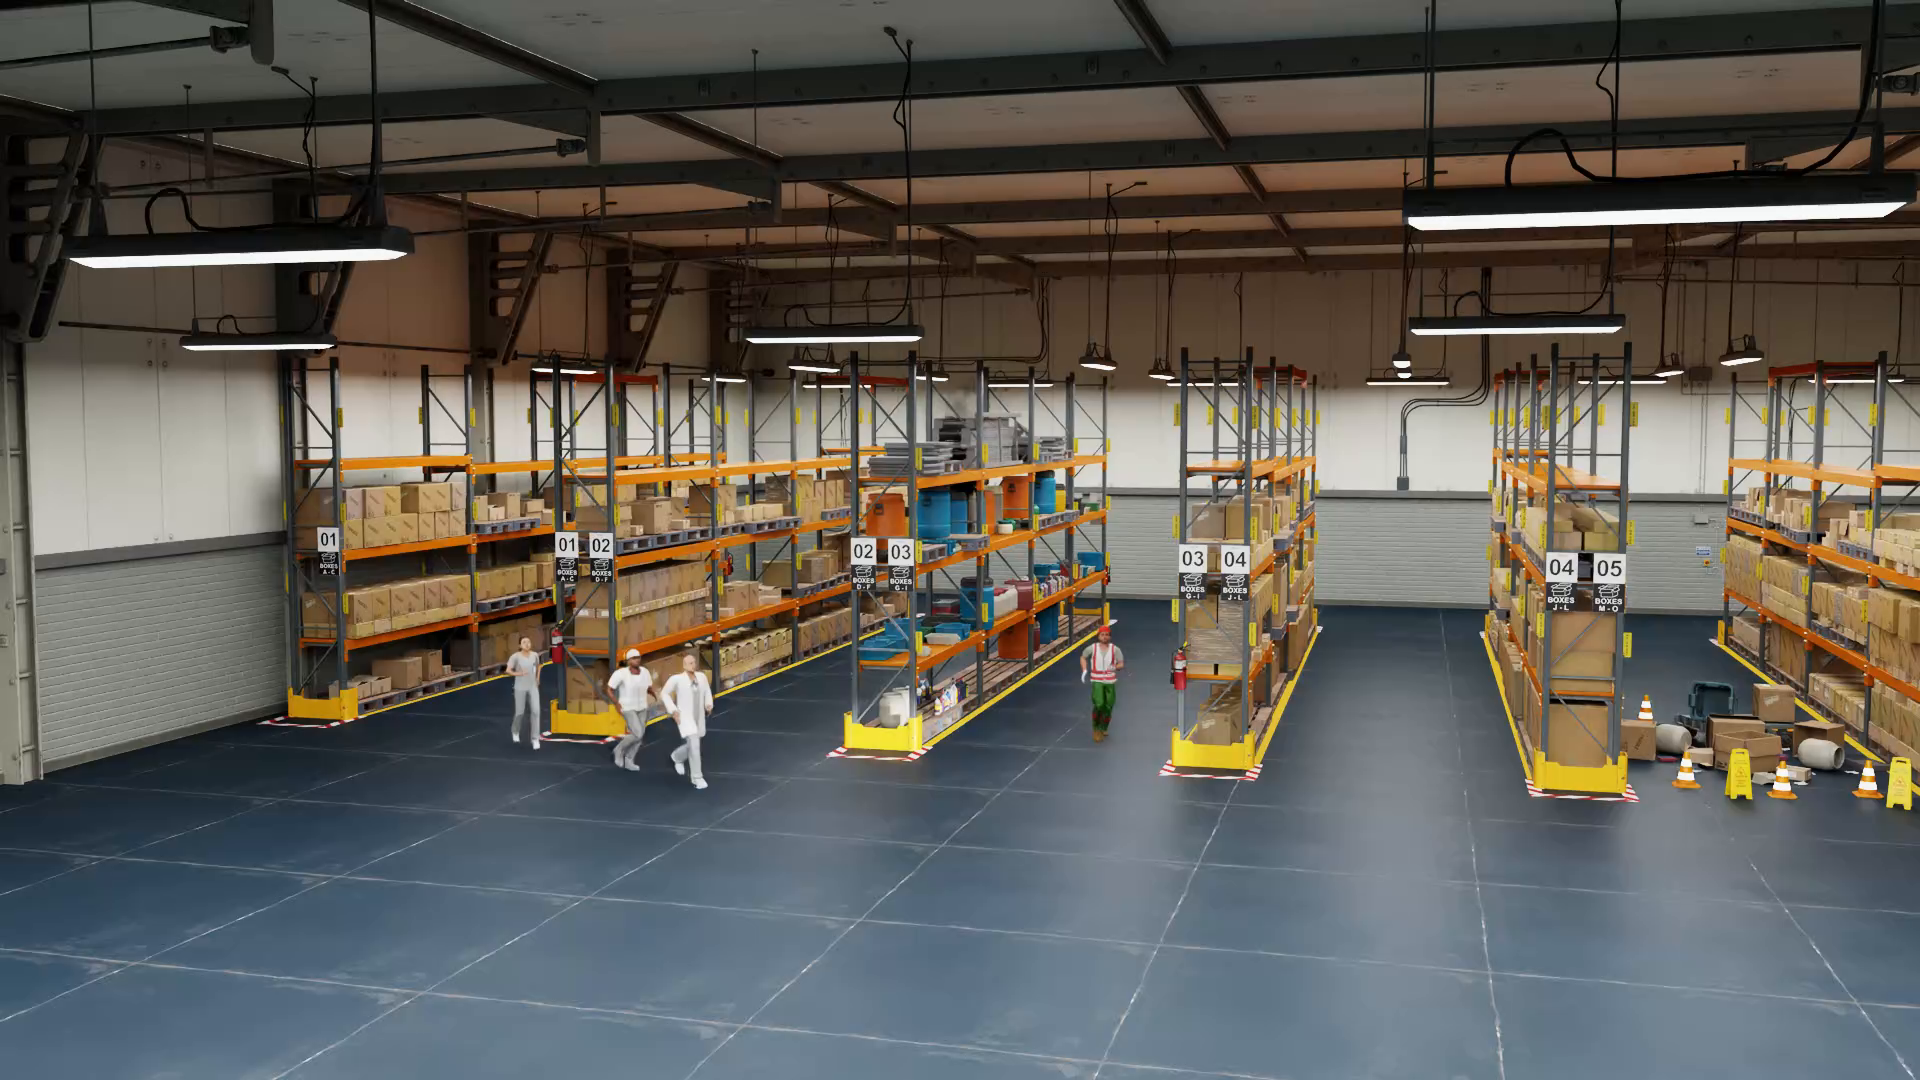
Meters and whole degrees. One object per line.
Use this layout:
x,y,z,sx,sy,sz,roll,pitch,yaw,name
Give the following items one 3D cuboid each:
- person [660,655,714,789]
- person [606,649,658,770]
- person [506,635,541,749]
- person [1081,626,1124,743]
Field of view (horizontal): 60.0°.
-3.725,2.459,22.791,0.722,1.782,0.946,-4,6,-44,person
-4.596,2.406,23.592,0.594,1.729,0.681,4,6,42,person
-6.619,2.300,25.309,0.574,1.673,0.853,-2,5,-28,person
2.204,2.216,25.592,0.639,1.791,0.704,0,4,-4,person
